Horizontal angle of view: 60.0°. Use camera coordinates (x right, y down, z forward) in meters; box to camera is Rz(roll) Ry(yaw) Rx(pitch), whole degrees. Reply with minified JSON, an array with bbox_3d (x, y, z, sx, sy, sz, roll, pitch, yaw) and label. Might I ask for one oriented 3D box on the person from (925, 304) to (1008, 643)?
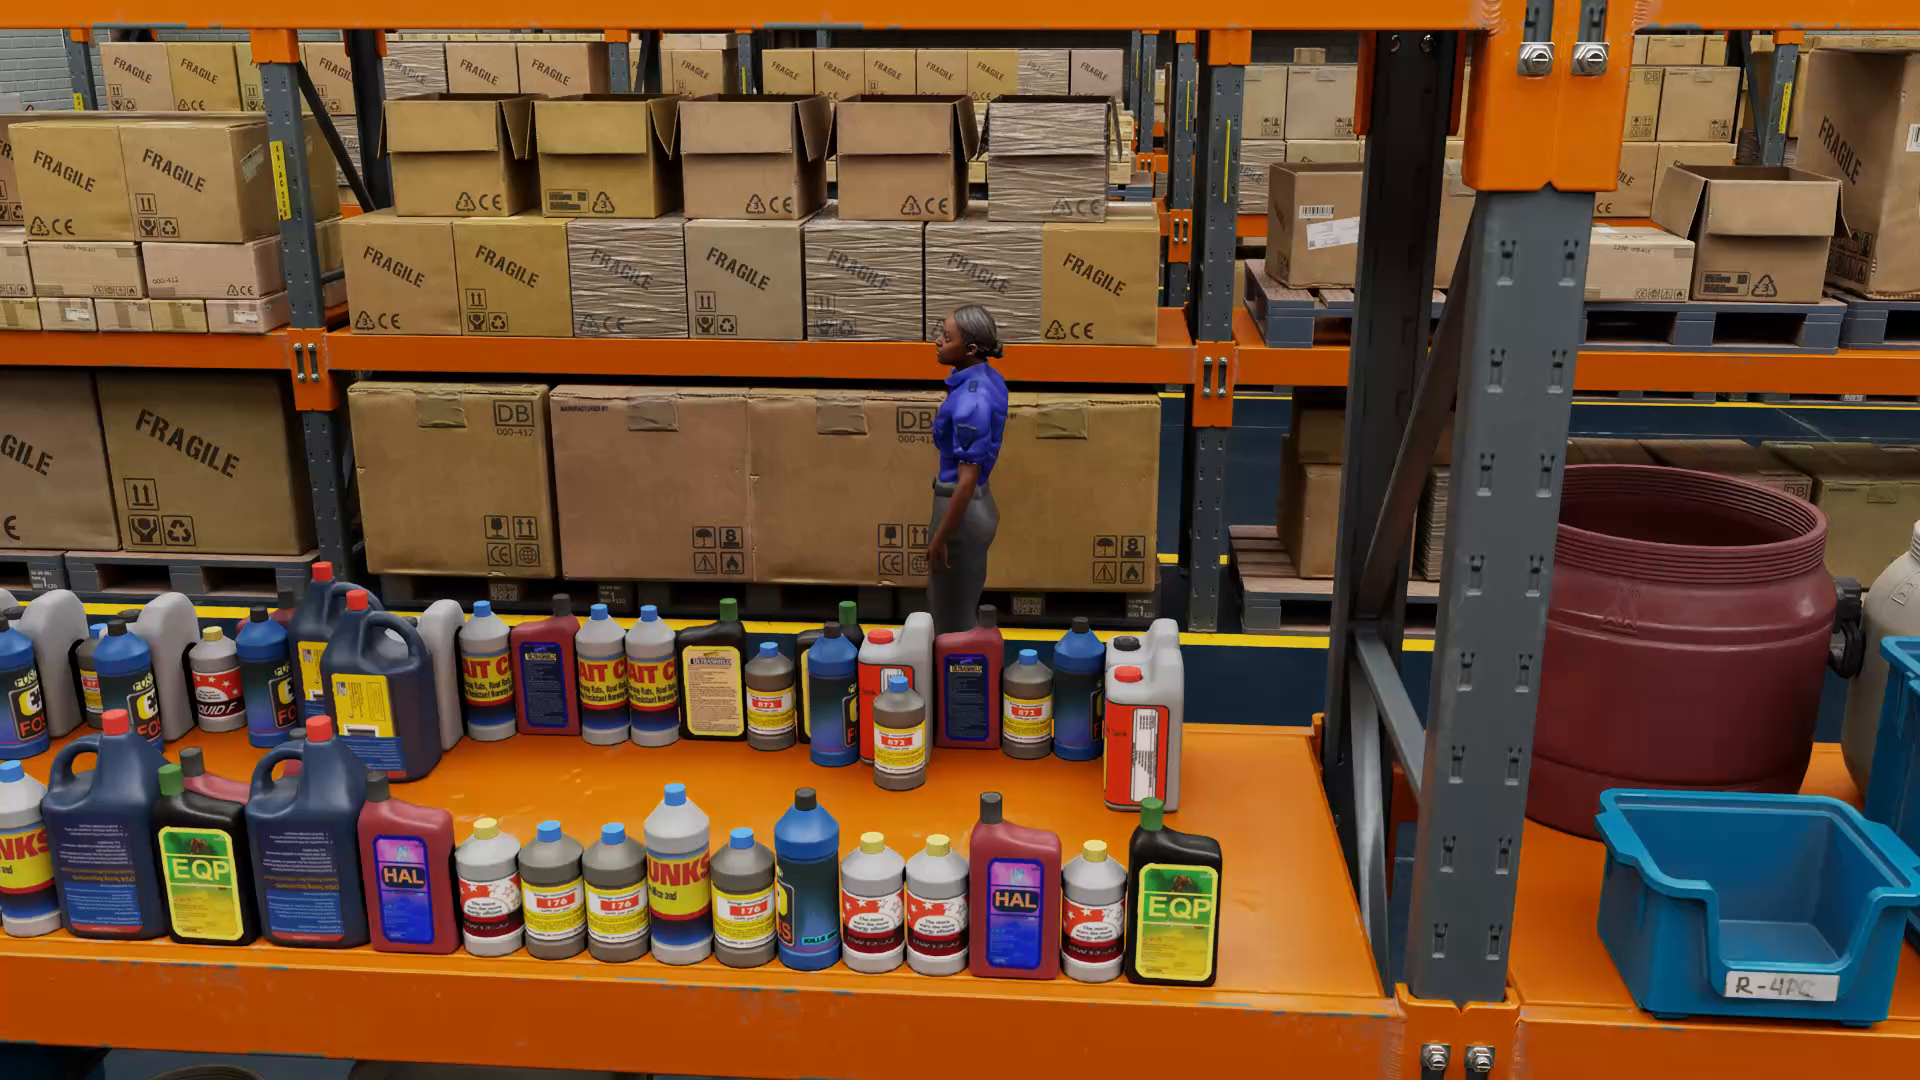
[{"bbox_3d":[-0.077,-0.073,6.260,0.503,1.655,0.568,2,18,7],"label":"person"}]
